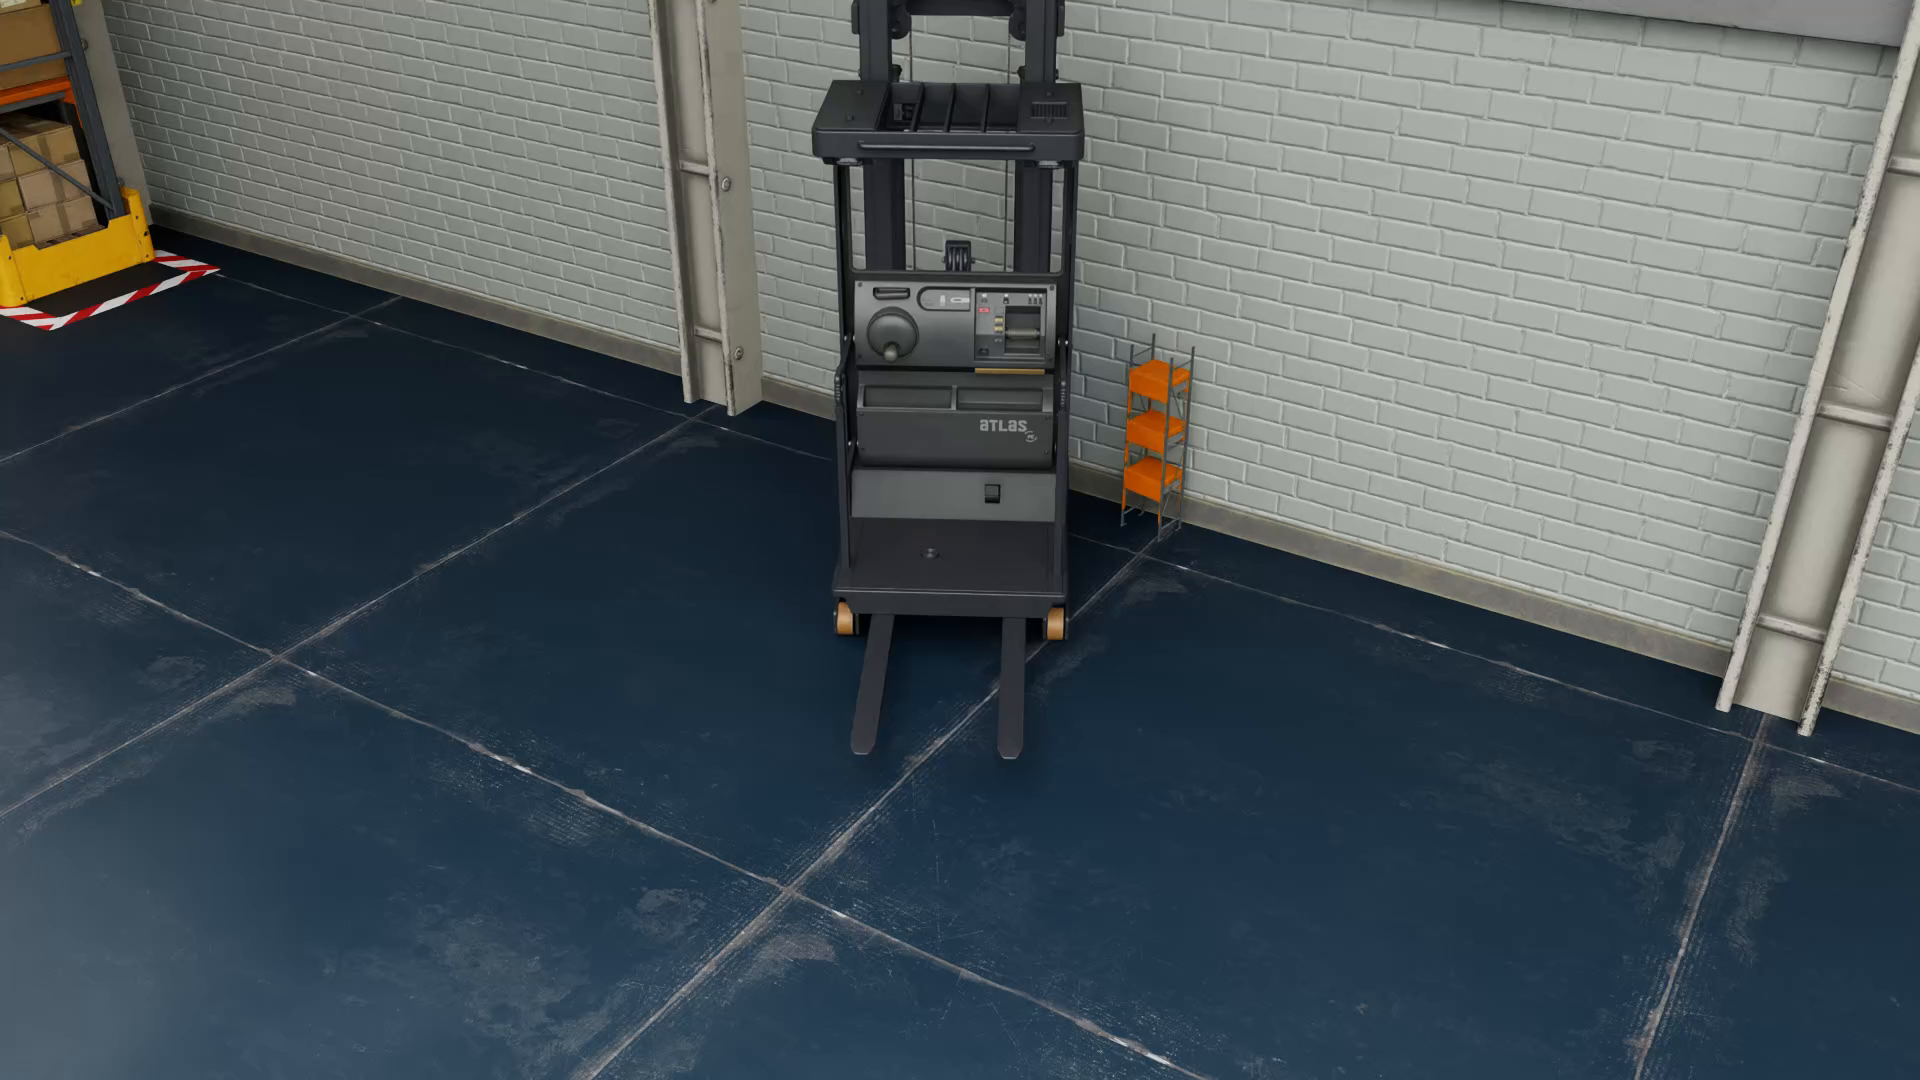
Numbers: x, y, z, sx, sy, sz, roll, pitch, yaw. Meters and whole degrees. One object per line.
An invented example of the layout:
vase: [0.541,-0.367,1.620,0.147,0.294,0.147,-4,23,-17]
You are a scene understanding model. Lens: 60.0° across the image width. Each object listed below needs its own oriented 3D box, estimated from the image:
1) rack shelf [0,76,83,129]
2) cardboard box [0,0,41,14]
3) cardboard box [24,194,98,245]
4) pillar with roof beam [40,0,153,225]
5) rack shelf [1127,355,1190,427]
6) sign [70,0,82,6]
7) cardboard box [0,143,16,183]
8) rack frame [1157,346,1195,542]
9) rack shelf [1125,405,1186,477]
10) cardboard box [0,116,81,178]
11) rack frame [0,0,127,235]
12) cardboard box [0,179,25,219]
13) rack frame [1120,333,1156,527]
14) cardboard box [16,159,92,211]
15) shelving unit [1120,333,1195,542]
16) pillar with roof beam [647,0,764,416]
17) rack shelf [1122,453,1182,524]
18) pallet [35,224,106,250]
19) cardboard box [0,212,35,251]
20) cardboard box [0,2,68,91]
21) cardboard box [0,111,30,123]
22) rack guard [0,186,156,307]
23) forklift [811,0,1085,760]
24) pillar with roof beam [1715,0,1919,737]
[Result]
rack shelf: [-8.113,-3.421,12.351,4.000,0.370,1.077,18,35,27]
cardboard box: [-6.568,-3.721,11.409,0.250,0.149,0.380,17,34,26]
cardboard box: [-6.731,-2.405,12.207,0.500,0.250,0.500,18,35,28]
pillar with roof beam: [-8.818,-4.521,7.570,0.400,9.000,9.100,18,35,27]
rack shelf: [1.017,-0.757,8.464,0.240,0.259,0.215,25,38,36]
sign: [-6.119,-3.839,11.417,0.005,0.325,0.100,18,35,27]
cardboard box: [-6.975,-2.612,11.570,0.500,0.250,0.500,19,35,29]
rack frame: [1.107,-0.480,8.531,0.008,1.050,0.200,25,38,36]
rack shelf: [1.017,-0.512,8.607,0.240,0.259,0.215,25,38,36]
cardboard box: [-6.725,-2.831,11.946,0.500,0.250,0.500,17,34,27]
rack frame: [-6.419,-3.196,11.252,0.127,3.000,1.000,18,35,27]
cardboard box: [-6.997,-2.403,11.708,0.500,0.250,0.500,17,34,27]
rack frame: [0.927,-0.563,8.673,0.008,1.050,0.200,25,38,36]
cardboard box: [-6.707,-2.620,12.081,0.500,0.250,0.500,18,35,28]
shelving unit: [1.017,-0.521,8.602,0.252,1.050,0.215,25,38,36]
pillar with roof beam: [-3.736,-2.914,4.814,0.400,9.000,9.100,18,35,27]
rack shelf: [1.017,-0.272,8.747,0.240,0.259,0.215,25,38,36]
pallet: [-7.089,-2.179,12.275,1.213,0.211,1.003,18,35,27]
cardboard box: [-6.985,-2.181,11.823,0.500,0.250,0.500,18,35,28]
cardboard box: [-6.691,-3.491,11.657,0.500,0.500,0.500,19,35,29]
cardboard box: [-7.151,-2.964,12.173,0.500,0.250,0.500,18,35,27]
rack guard: [-6.399,-2.110,11.871,0.348,0.500,1.175,18,35,27]
forklift: [-0.029,-0.953,7.474,1.130,2.935,3.031,1,30,2]
pillar with roof beam: [1.346,-1.306,2.059,0.400,9.000,9.100,18,35,27]
